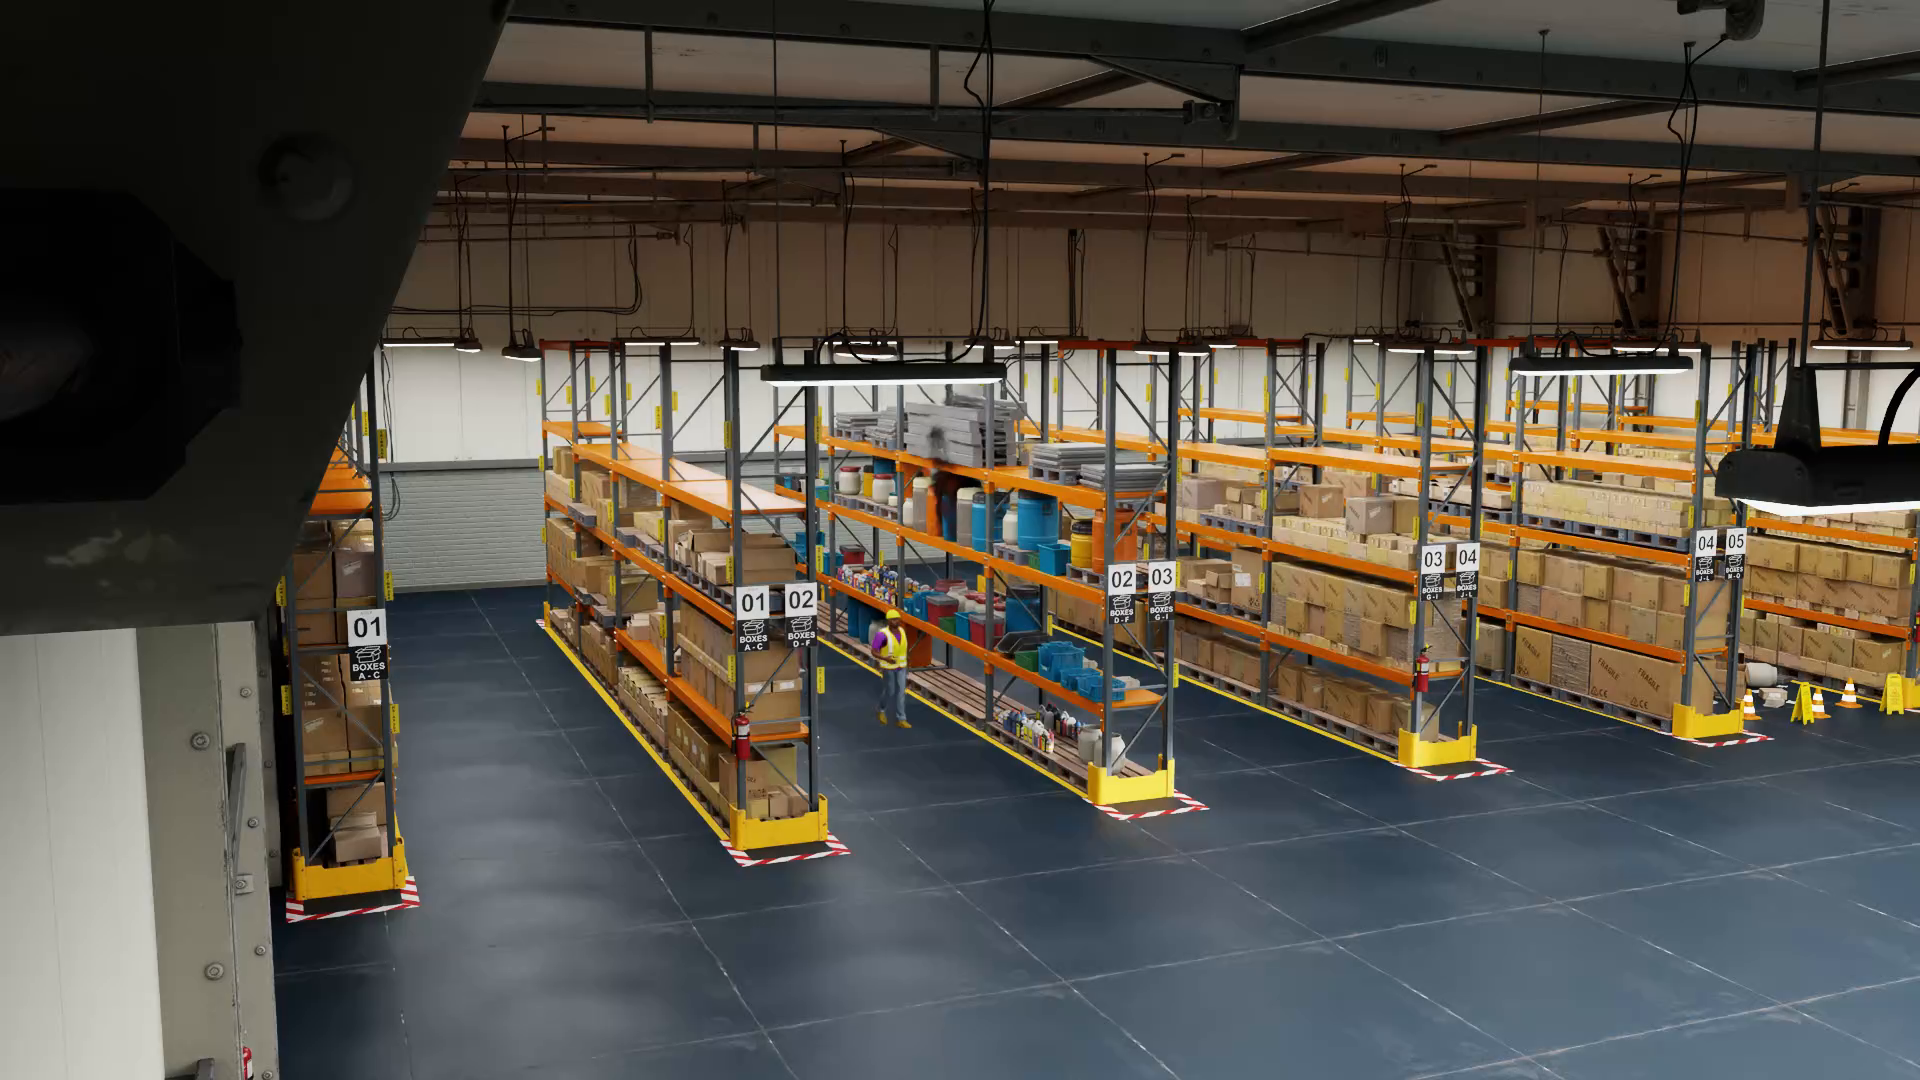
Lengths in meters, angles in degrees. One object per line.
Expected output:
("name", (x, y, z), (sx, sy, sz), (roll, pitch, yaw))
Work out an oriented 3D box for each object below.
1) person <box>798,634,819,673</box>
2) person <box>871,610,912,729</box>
("person", (-2.685, 1.655, 28.607), (0.513, 1.504, 0.571), (-4, 9, -30))
("person", (-0.983, 1.926, 24.916), (0.712, 1.777, 0.826), (-5, 9, -35))
